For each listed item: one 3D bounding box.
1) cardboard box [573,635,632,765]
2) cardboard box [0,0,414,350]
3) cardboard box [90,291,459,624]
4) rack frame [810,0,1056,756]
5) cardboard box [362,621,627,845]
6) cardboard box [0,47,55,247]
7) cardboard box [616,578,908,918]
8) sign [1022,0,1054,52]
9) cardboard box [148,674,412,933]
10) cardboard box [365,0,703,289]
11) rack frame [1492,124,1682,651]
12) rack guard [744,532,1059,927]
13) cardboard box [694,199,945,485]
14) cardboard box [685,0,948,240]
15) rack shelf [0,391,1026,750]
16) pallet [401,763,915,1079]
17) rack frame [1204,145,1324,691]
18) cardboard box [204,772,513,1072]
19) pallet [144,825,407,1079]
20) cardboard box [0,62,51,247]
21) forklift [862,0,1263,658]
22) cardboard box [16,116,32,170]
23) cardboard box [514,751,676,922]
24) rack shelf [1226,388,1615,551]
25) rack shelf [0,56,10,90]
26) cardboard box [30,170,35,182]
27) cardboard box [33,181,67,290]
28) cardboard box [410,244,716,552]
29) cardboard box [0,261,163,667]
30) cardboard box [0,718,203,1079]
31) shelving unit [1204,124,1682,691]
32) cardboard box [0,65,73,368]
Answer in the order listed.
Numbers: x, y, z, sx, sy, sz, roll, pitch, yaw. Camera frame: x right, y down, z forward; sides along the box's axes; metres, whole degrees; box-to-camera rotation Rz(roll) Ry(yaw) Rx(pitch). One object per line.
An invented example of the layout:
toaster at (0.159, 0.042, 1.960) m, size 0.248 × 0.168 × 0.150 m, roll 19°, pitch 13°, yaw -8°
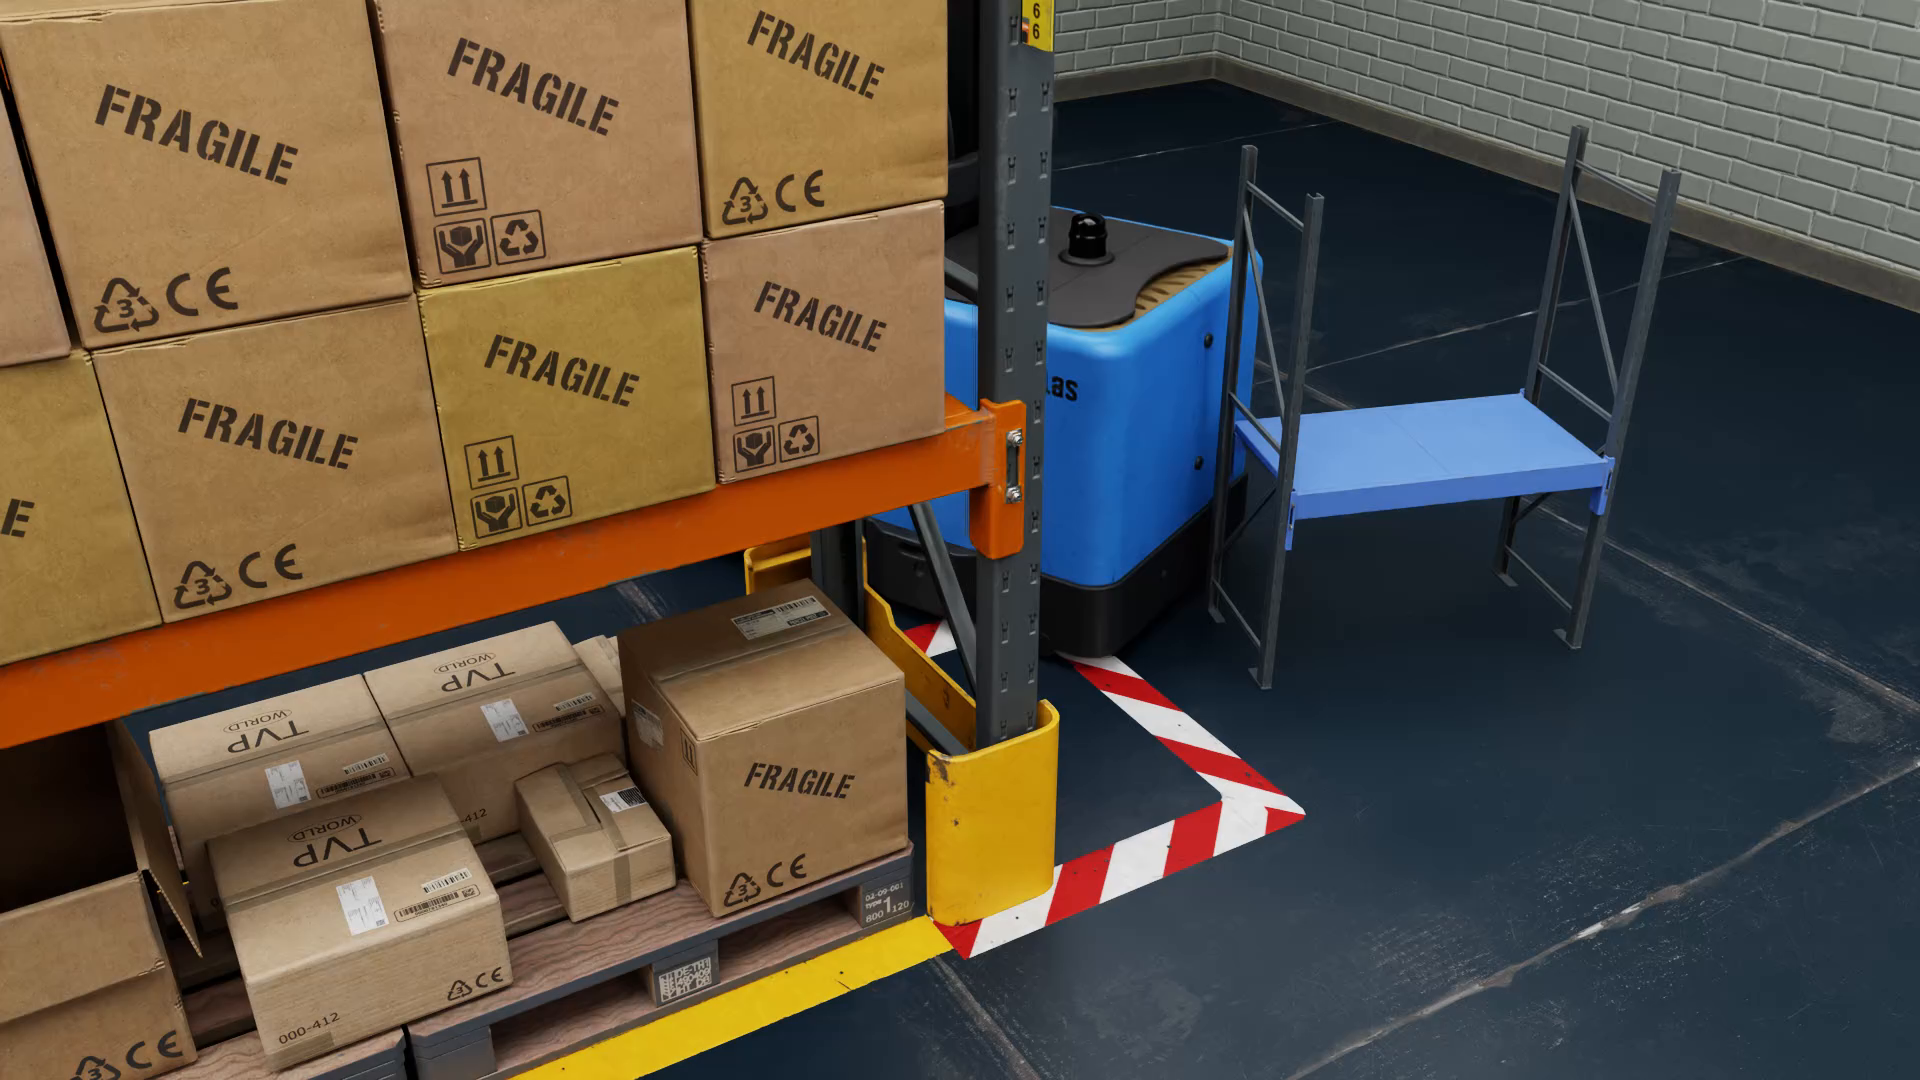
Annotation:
cardboard box at (-0.869, 0.403, 4.391) m, size 0.250 × 0.166 × 0.380 m, roll -16°, pitch 33°, yaw -26°
cardboard box at (-1.242, -0.670, 2.721) m, size 0.500 × 0.500 × 0.500 m, roll -15°, pitch 32°, yaw -25°
cardboard box at (-1.245, -0.237, 2.972) m, size 0.500 × 0.500 × 0.500 m, roll -16°, pitch 32°, yaw -26°
rack frame at (-0.118, -0.665, 3.850) m, size 0.127 × 3.000 × 1.000 m, roll -16°, pitch 33°, yaw -26°
cardboard box at (-1.162, 0.484, 4.160) m, size 0.500 × 0.250 × 0.500 m, roll -16°, pitch 33°, yaw -26°
cardboard box at (-1.515, -0.896, 3.131) m, size 0.500 × 0.500 × 0.500 m, roll -15°, pitch 32°, yaw -26°
cardboard box at (-0.462, 0.473, 3.921) m, size 0.500 × 0.500 × 0.500 m, roll -16°, pitch 33°, yaw -26°
sign at (0.146, -1.074, 3.066) m, size 0.005 × 0.325 × 0.100 m, roll -16°, pitch 33°, yaw -26°
cardboard box at (-1.593, 0.606, 3.938) m, size 0.500 × 0.250 × 0.500 m, roll -16°, pitch 33°, yaw -26°
cardboard box at (-0.798, -0.799, 2.955) m, size 0.500 × 0.500 × 0.500 m, roll -15°, pitch 32°, yaw -25°
rack frame at (1.848, -0.435, 4.986) m, size 0.032 × 1.500 × 0.500 m, roll -6°, pitch 29°, yaw -11°
rack guard at (-0.184, 0.448, 4.421) m, size 0.348 × 0.500 × 1.175 m, roll -16°, pitch 33°, yaw -26°
cardboard box at (-0.367, -0.486, 3.422) m, size 0.500 × 0.500 × 0.500 m, roll -15°, pitch 32°, yaw -25°
cardboard box at (-0.363, -0.923, 3.180) m, size 0.500 × 0.500 × 0.500 m, roll -16°, pitch 33°, yaw -27°
rack shelf at (-1.843, 0.140, 3.137) m, size 4.000 × 0.370 × 1.077 m, roll -16°, pitch 33°, yaw -26°
pallet at (-0.871, 0.770, 4.136) m, size 1.213 × 0.211 × 1.003 m, roll -16°, pitch 33°, yaw -26°
rack frame at (0.856, -0.328, 4.792) m, size 0.032 × 1.500 × 0.500 m, roll -6°, pitch 29°, yaw -11°
cardboard box at (-1.297, 0.802, 3.583) m, size 0.500 × 0.250 × 0.500 m, roll -16°, pitch 33°, yaw -26°
pallet at (-1.921, 1.067, 3.599) m, size 1.213 × 0.211 × 1.003 m, roll -16°, pitch 33°, yaw -26°
cardboard box at (-1.953, -0.771, 2.905) m, size 0.500 × 0.500 × 0.500 m, roll -16°, pitch 33°, yaw -27°
forklift at (-0.546, -1.464, 5.370) m, size 3.031 × 2.935 × 1.130 m, roll 18°, pitch 34°, yaw 29°
cardboard box at (-4.049, -1.754, 7.305) m, size 0.250 × 0.149 × 0.380 m, roll -15°, pitch 32°, yaw -26°
cardboard box at (-0.857, 0.680, 3.890) m, size 0.250 × 0.166 × 0.380 m, roll -16°, pitch 33°, yaw -26°
rack shelf at (1.352, -0.224, 4.976) m, size 1.000 × 0.185 × 0.538 m, roll -6°, pitch 29°, yaw -11°
rack shelf at (-4.355, -1.923, 6.875) m, size 4.000 × 0.370 × 1.077 m, roll -16°, pitch 33°, yaw -26°
cardboard box at (-4.049, -1.358, 7.259) m, size 0.500 × 0.500 × 0.700 m, roll -17°, pitch 33°, yaw -28°
cardboard box at (-1.943, -0.338, 3.155) m, size 0.500 × 0.500 × 0.500 m, roll -15°, pitch 32°, yaw -26°
cardboard box at (-0.812, -0.357, 3.189) m, size 0.500 × 0.500 × 0.500 m, roll -16°, pitch 32°, yaw -26°
cardboard box at (-1.679, -0.114, 2.749) m, size 0.500 × 0.500 × 0.500 m, roll -16°, pitch 33°, yaw -27°
cardboard box at (-1.950, 0.753, 3.410) m, size 0.637 × 0.503 × 0.797 m, roll -16°, pitch 33°, yaw -26°
shelving unit at (1.352, -0.381, 4.889) m, size 1.048 × 1.500 × 0.538 m, roll -6°, pitch 29°, yaw -11°
cardboard box at (-1.685, -0.544, 2.494) m, size 0.500 × 0.500 × 0.500 m, roll -15°, pitch 32°, yaw -25°
